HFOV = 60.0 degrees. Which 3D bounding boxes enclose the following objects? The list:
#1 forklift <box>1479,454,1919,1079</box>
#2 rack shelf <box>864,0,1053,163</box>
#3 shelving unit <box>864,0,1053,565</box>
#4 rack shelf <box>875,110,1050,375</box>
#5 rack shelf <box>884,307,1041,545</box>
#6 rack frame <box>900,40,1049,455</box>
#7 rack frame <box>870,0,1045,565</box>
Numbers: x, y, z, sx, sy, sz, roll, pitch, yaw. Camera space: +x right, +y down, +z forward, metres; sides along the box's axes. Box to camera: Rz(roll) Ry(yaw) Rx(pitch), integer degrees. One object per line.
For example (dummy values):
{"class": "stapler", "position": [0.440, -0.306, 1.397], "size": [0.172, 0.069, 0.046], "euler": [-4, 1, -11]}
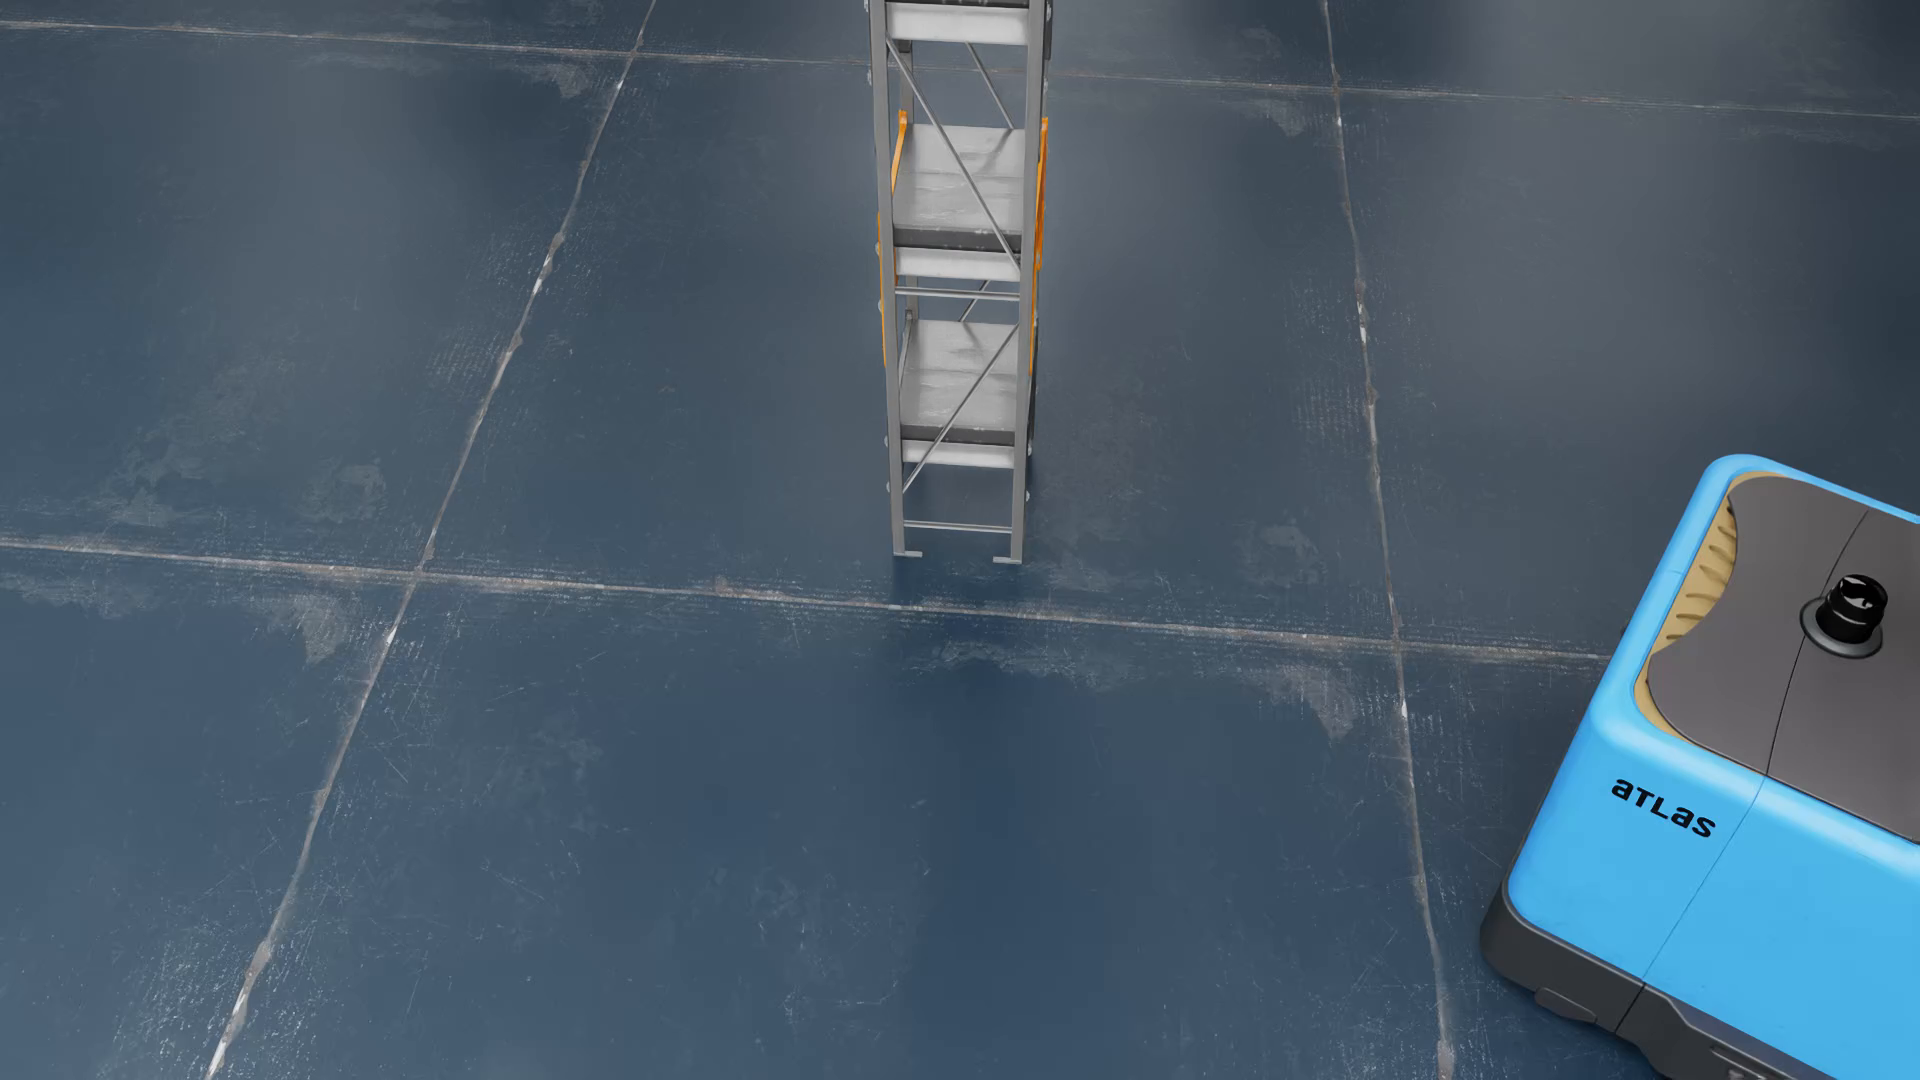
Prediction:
{"class": "forklift", "position": [2.831, 0.397, 2.901], "size": [3.031, 2.935, 1.130], "euler": [26, 53, 22]}
{"class": "rack shelf", "position": [0.015, -1.294, 4.080], "size": [0.431, 0.518, 0.480], "euler": [4, 48, 4]}
{"class": "shelving unit", "position": [0.015, -0.830, 4.586], "size": [0.431, 2.100, 0.503], "euler": [4, 48, 4]}
{"class": "rack shelf", "position": [0.015, -0.821, 4.597], "size": [0.431, 0.518, 0.480], "euler": [4, 48, 4]}
{"class": "rack shelf", "position": [0.015, -0.349, 5.113], "size": [0.431, 0.518, 0.480], "euler": [4, 48, 4]}
{"class": "rack frame", "position": [0.037, -1.010, 4.750], "size": [0.400, 2.100, 0.015], "euler": [4, 48, 4]}
{"class": "rack frame", "position": [-0.007, -0.651, 4.422], "size": [0.400, 2.100, 0.015], "euler": [4, 48, 4]}
